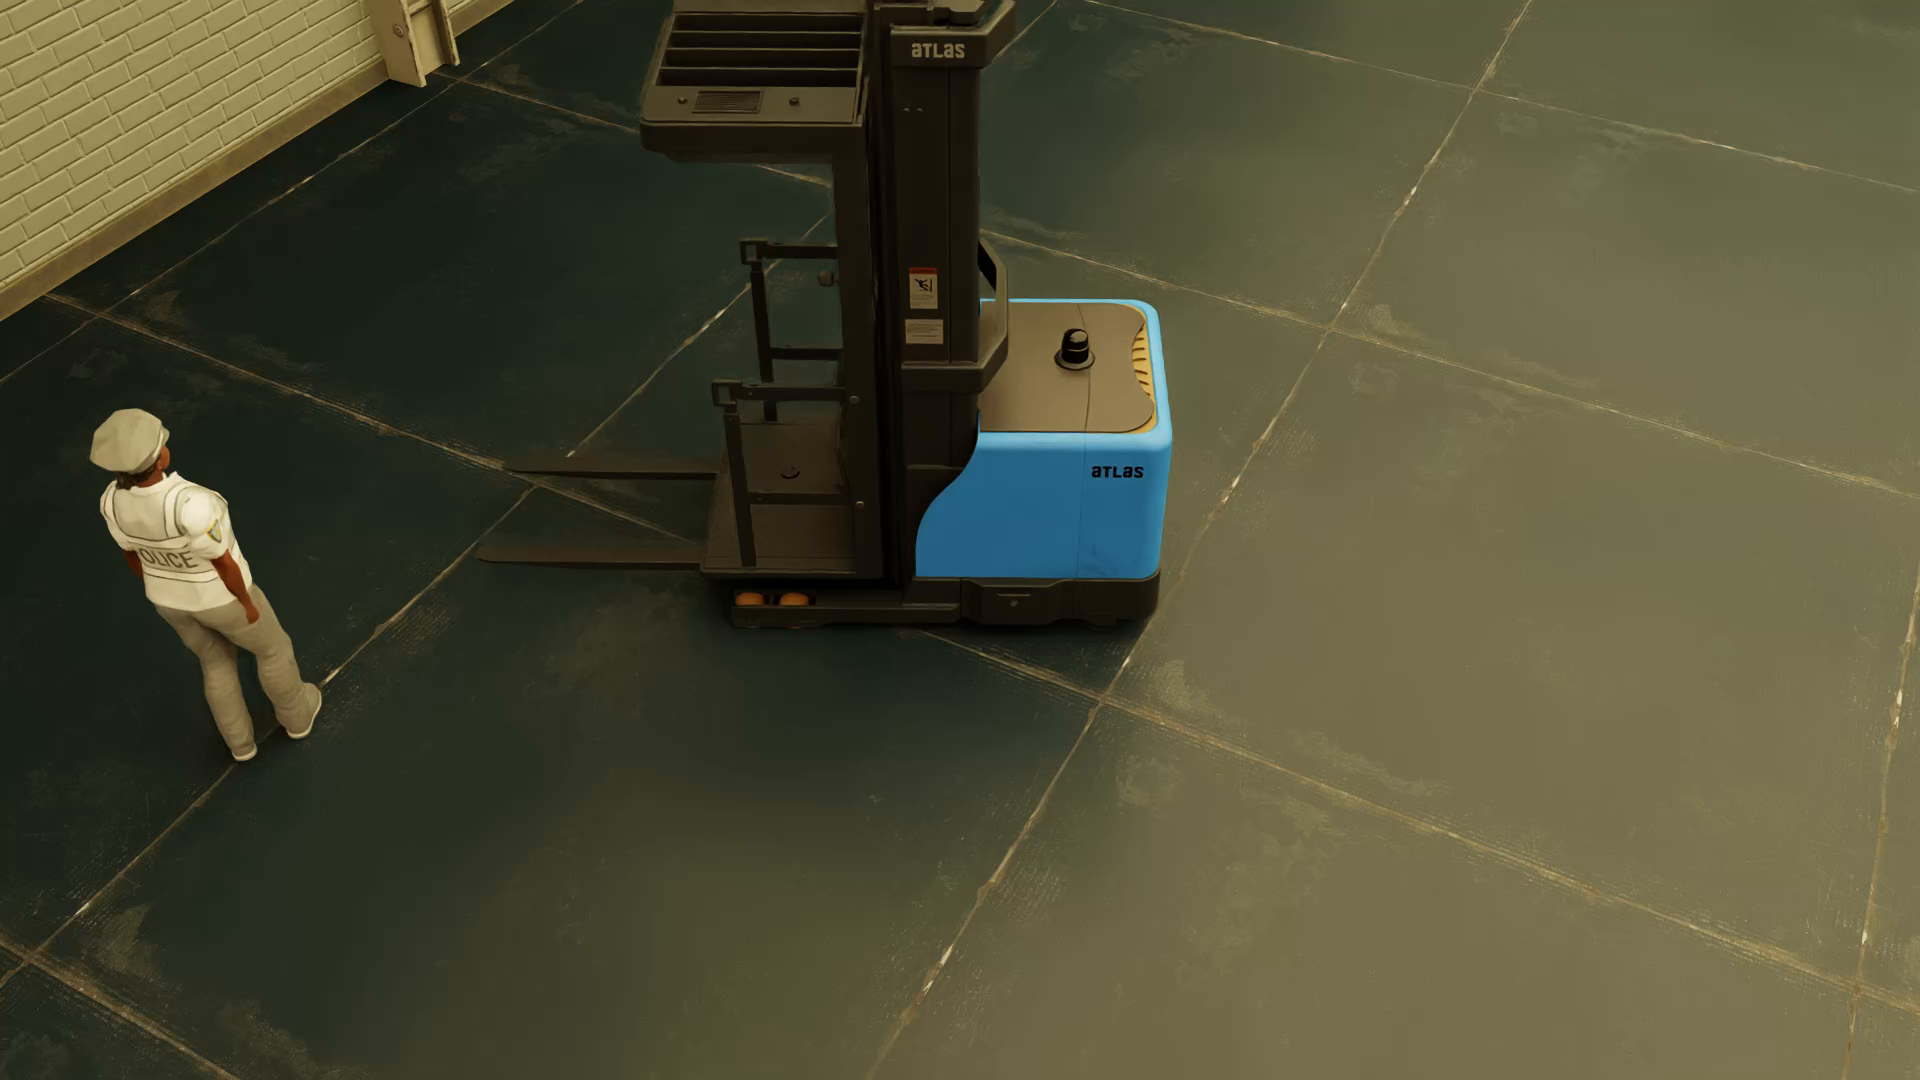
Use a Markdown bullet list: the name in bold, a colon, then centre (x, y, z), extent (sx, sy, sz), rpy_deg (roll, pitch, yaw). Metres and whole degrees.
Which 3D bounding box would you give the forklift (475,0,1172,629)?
- **forklift**: centre (-0.636, -1.037, 6.755), extent (3.031, 2.935, 1.130), rpy_deg (1, 43, 1)

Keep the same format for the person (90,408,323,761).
- **person**: centre (-2.898, 0.163, 6.402), extent (0.458, 1.682, 0.442), rpy_deg (8, 44, 8)
